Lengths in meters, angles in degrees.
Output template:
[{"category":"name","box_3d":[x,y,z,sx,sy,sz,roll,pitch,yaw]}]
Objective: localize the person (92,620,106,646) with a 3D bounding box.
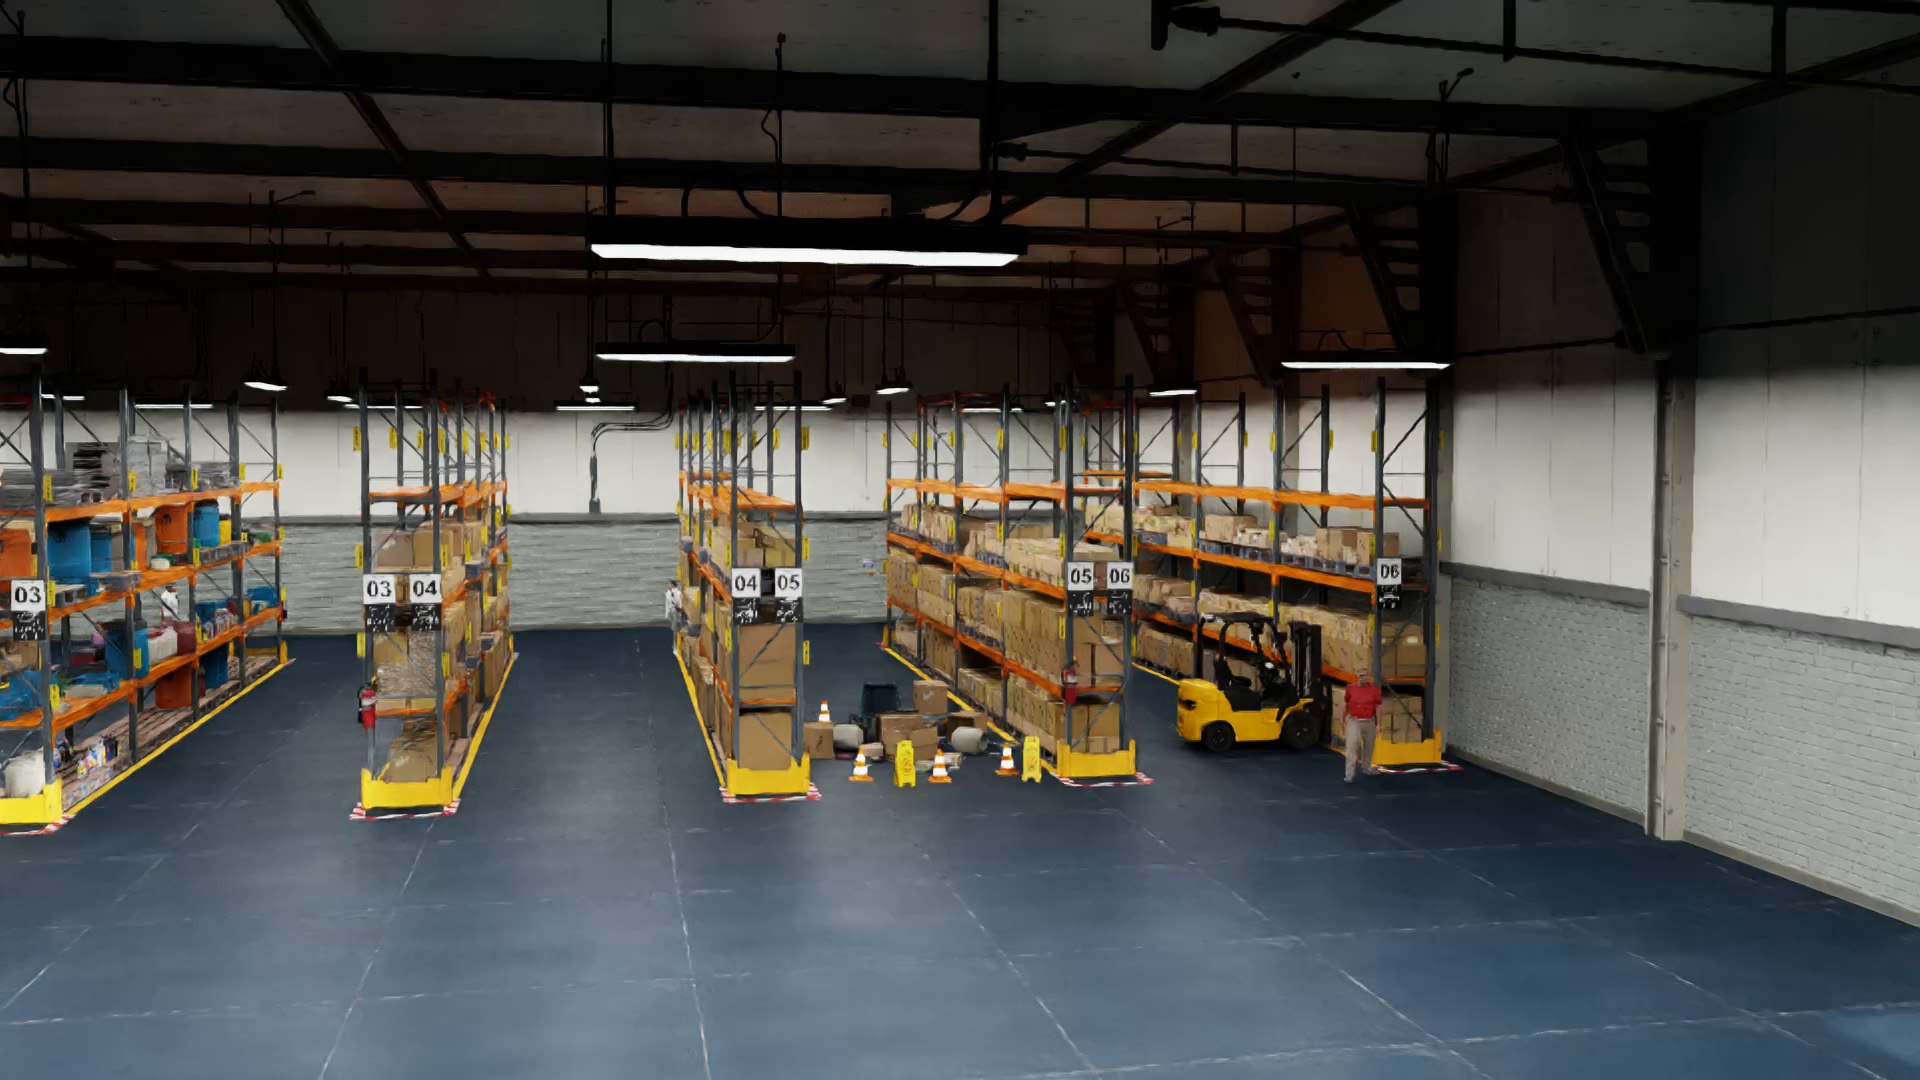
[{"category":"person","box_3d":[-16.642,2.307,32.303,0.415,1.517,1.041,-1,4,-15]}]

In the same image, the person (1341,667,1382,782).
[{"category":"person","box_3d":[5.922,2.703,24.510,0.586,1.677,0.966,1,3,12]}]

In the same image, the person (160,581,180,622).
[{"category":"person","box_3d":[-18.864,1.816,39.658,0.520,1.674,0.491,2,4,32]}]

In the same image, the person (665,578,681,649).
[{"category":"person","box_3d":[-6.896,1.775,40.336,0.532,1.704,0.541,-3,5,-44]}]
